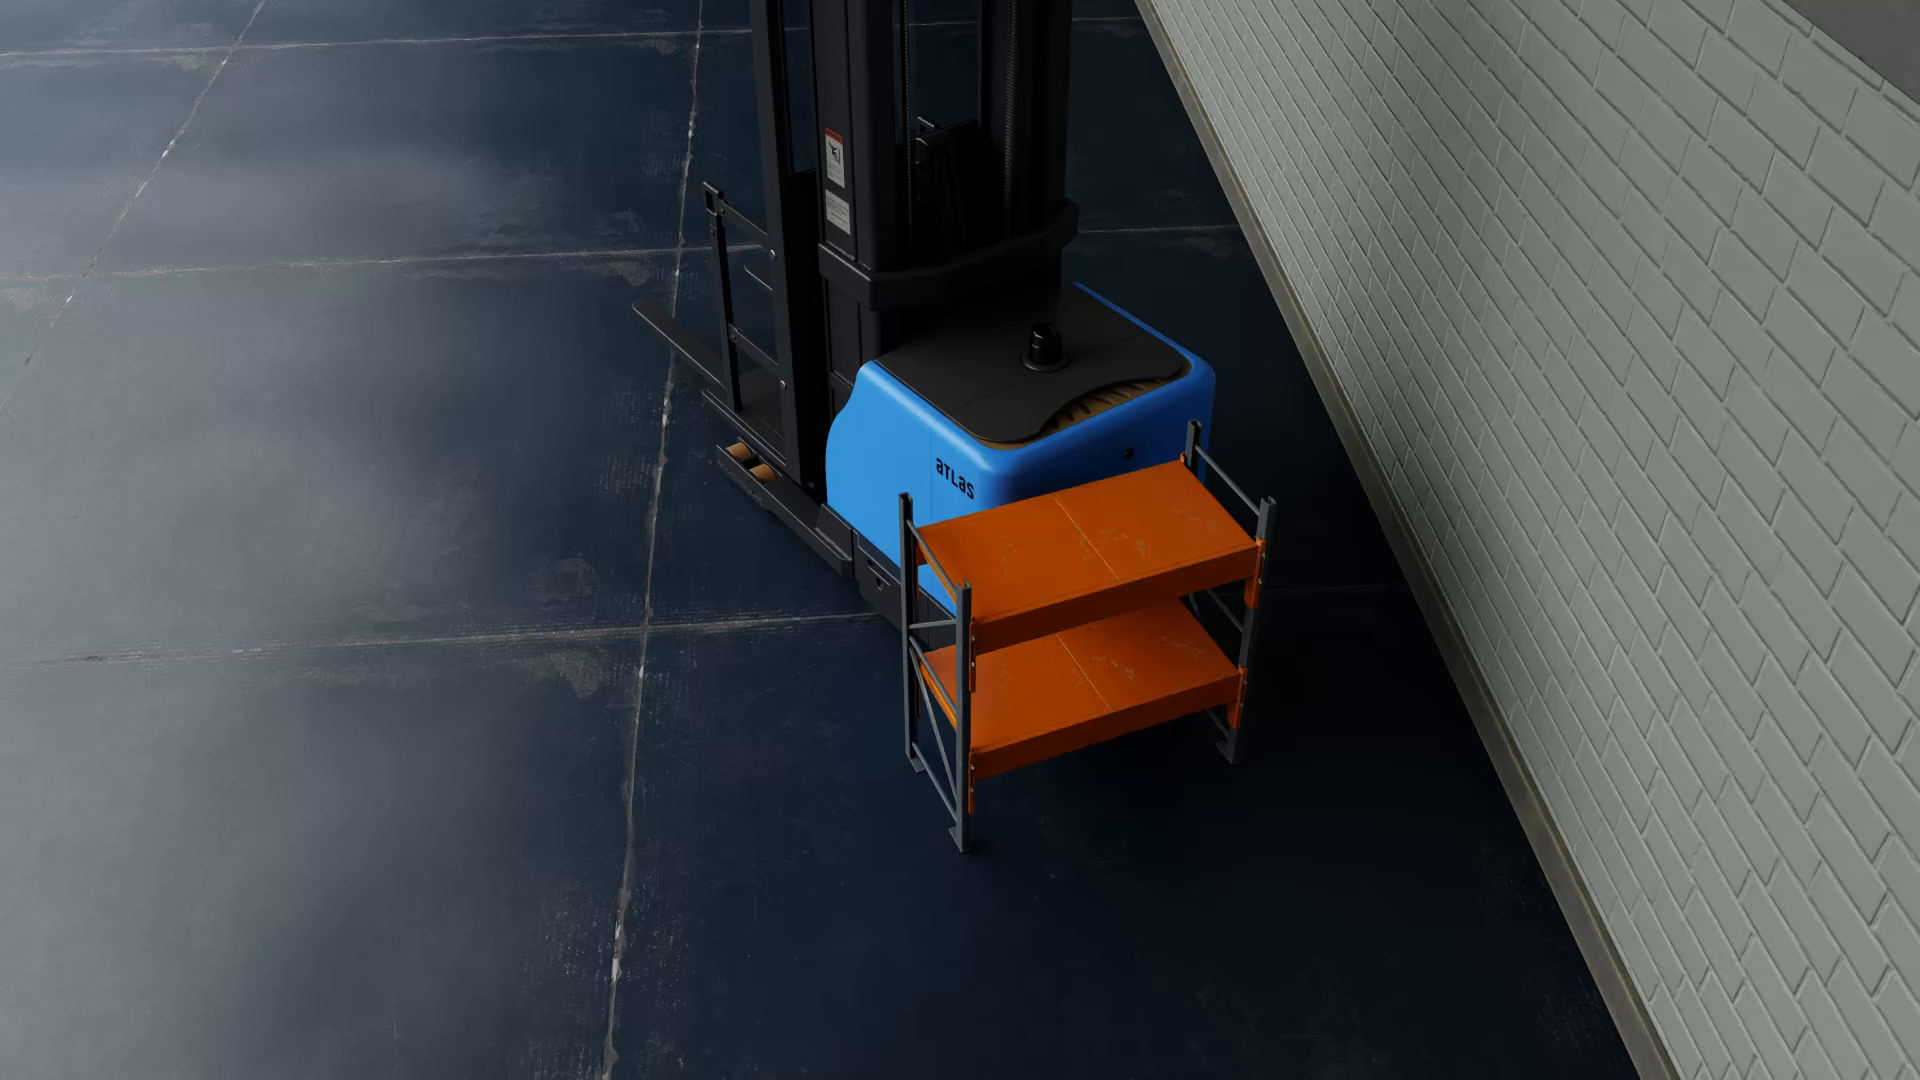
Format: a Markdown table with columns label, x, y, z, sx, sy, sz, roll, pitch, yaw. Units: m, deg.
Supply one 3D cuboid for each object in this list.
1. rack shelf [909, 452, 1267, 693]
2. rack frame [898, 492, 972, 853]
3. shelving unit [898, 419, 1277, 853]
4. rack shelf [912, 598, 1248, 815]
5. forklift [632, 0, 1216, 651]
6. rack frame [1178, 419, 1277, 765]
| label | x | y | z | sx | sy | sz | roll | pitch | yaw |
| --- | --- | --- | --- | --- | --- | --- | --- | --- | --- |
| rack shelf | 0.389 | 0.085 | 5.261 | 1.000 | 0.278 | 0.538 | -15 | 41 | -18 |
| rack frame | -0.078 | 0.439 | 5.286 | 0.032 | 1.125 | 0.500 | -15 | 41 | -18 |
| shelving unit | 0.389 | 0.315 | 5.443 | 1.048 | 1.125 | 0.538 | -15 | 41 | -18 |
| rack shelf | 0.389 | 0.507 | 5.594 | 1.000 | 0.278 | 0.538 | -15 | 41 | -18 |
| forklift | -0.371 | -1.460 | 6.235 | 1.130 | 2.935 | 3.031 | -25 | 45 | -28 |
| rack frame | 0.857 | 0.191 | 5.600 | 0.032 | 1.125 | 0.500 | -15 | 41 | -18 |
